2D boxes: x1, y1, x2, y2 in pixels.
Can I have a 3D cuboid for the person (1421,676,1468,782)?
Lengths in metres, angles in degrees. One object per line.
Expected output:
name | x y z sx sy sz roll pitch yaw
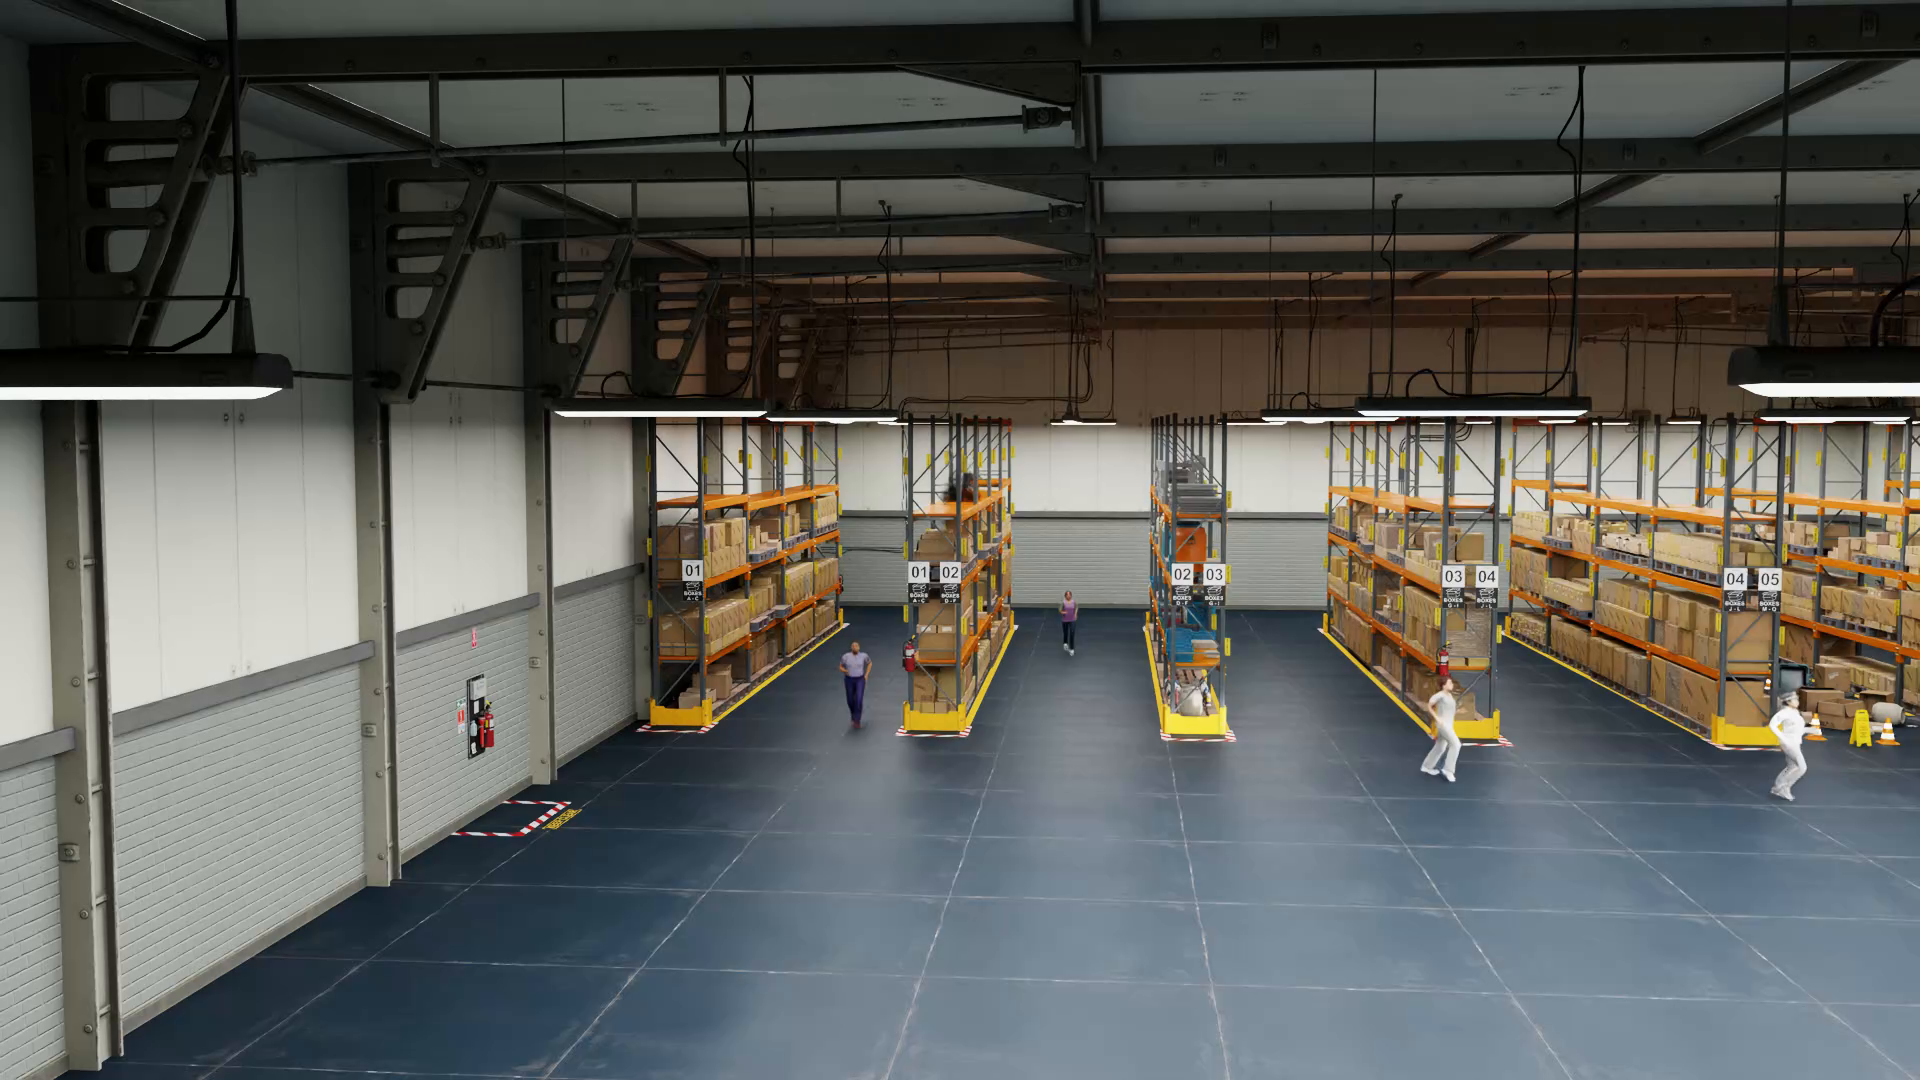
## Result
person | 7.884 3.072 27.092 0.742 1.720 0.542 2 4 31

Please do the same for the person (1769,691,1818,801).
person | 12.820 3.164 25.573 0.599 1.697 0.632 -4 5 -44

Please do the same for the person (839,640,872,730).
person | -2.022 2.752 31.940 0.622 1.646 0.869 0 4 5

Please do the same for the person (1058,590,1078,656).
person | 2.745 2.078 42.133 0.535 1.612 0.872 0 4 -4

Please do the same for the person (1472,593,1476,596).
person | 13.750 1.931 43.684 0.638 1.756 0.788 0 4 4
